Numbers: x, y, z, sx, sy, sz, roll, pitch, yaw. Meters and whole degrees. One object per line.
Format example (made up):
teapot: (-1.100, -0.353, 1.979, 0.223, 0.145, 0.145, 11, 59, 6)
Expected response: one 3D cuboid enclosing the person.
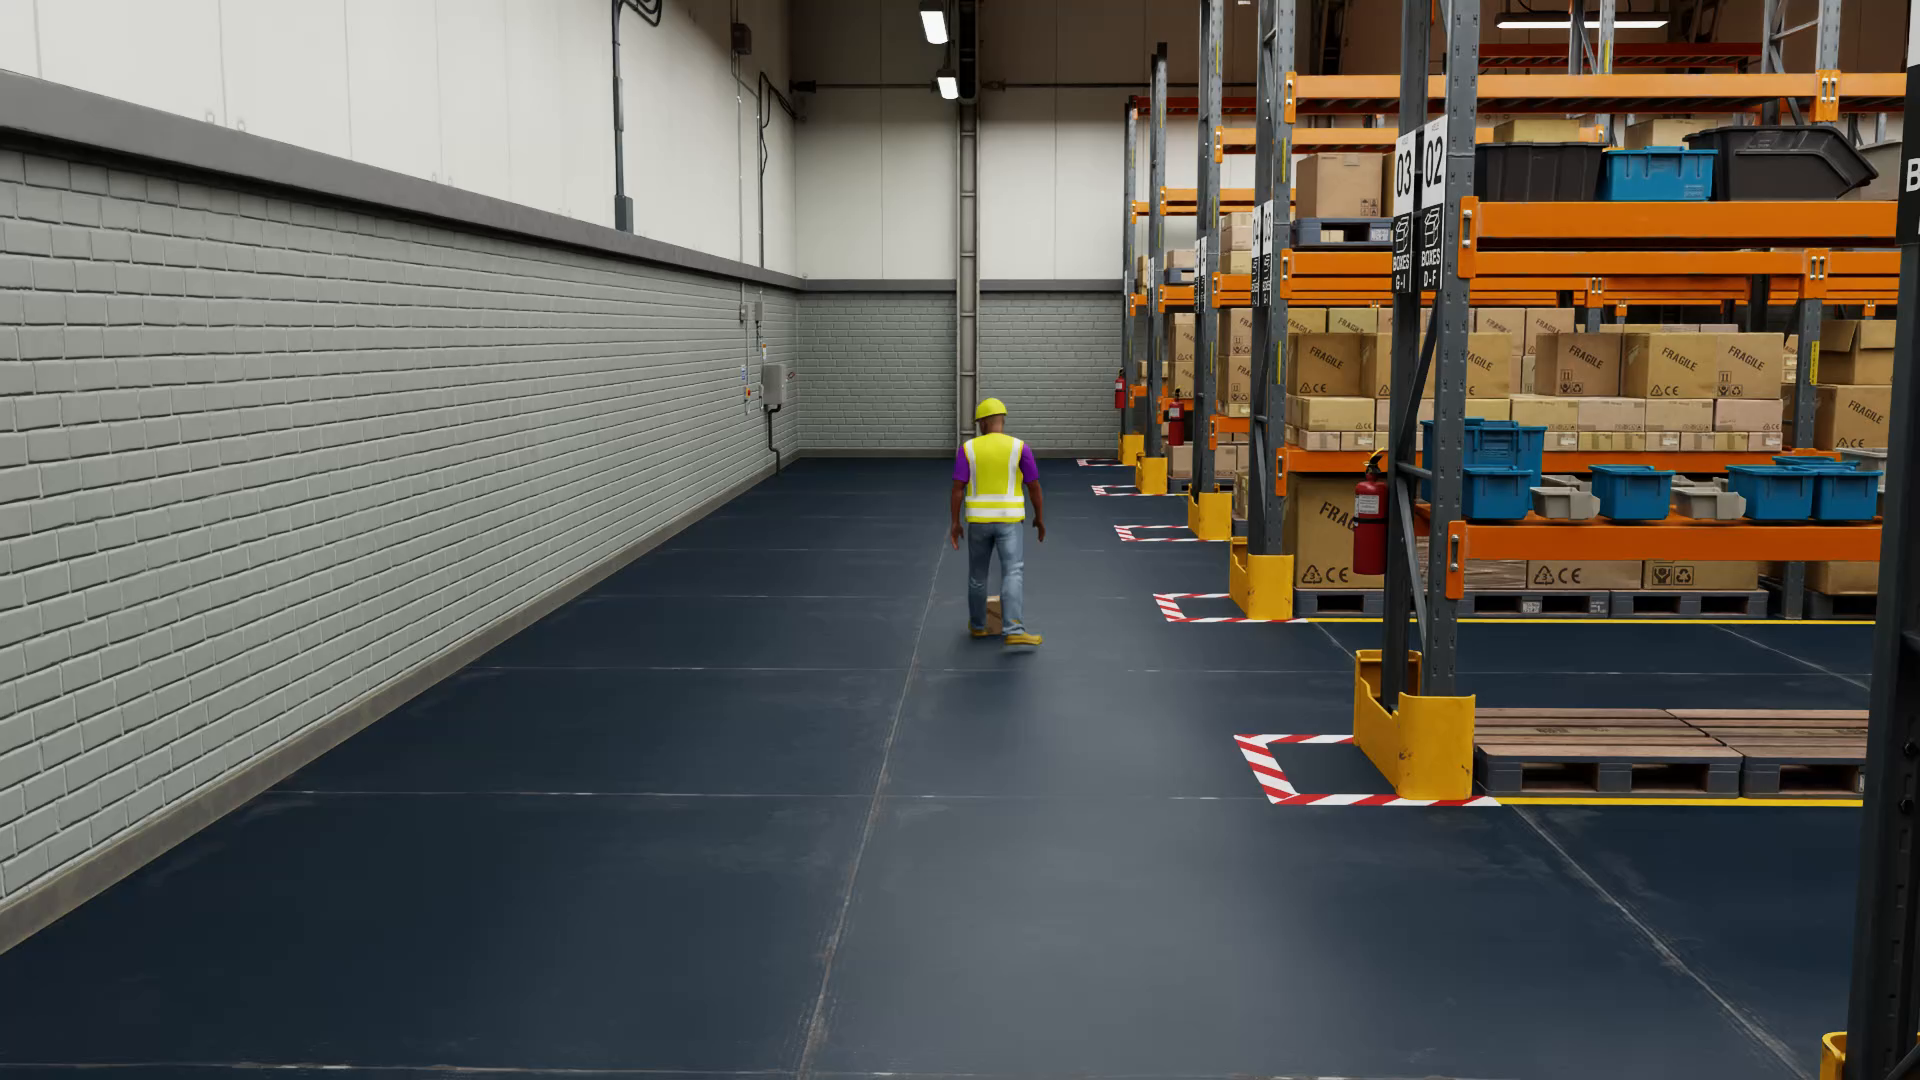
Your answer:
person: (0.288, -0.128, 11.759, 0.675, 1.742, 0.927, 1, 7, 12)
